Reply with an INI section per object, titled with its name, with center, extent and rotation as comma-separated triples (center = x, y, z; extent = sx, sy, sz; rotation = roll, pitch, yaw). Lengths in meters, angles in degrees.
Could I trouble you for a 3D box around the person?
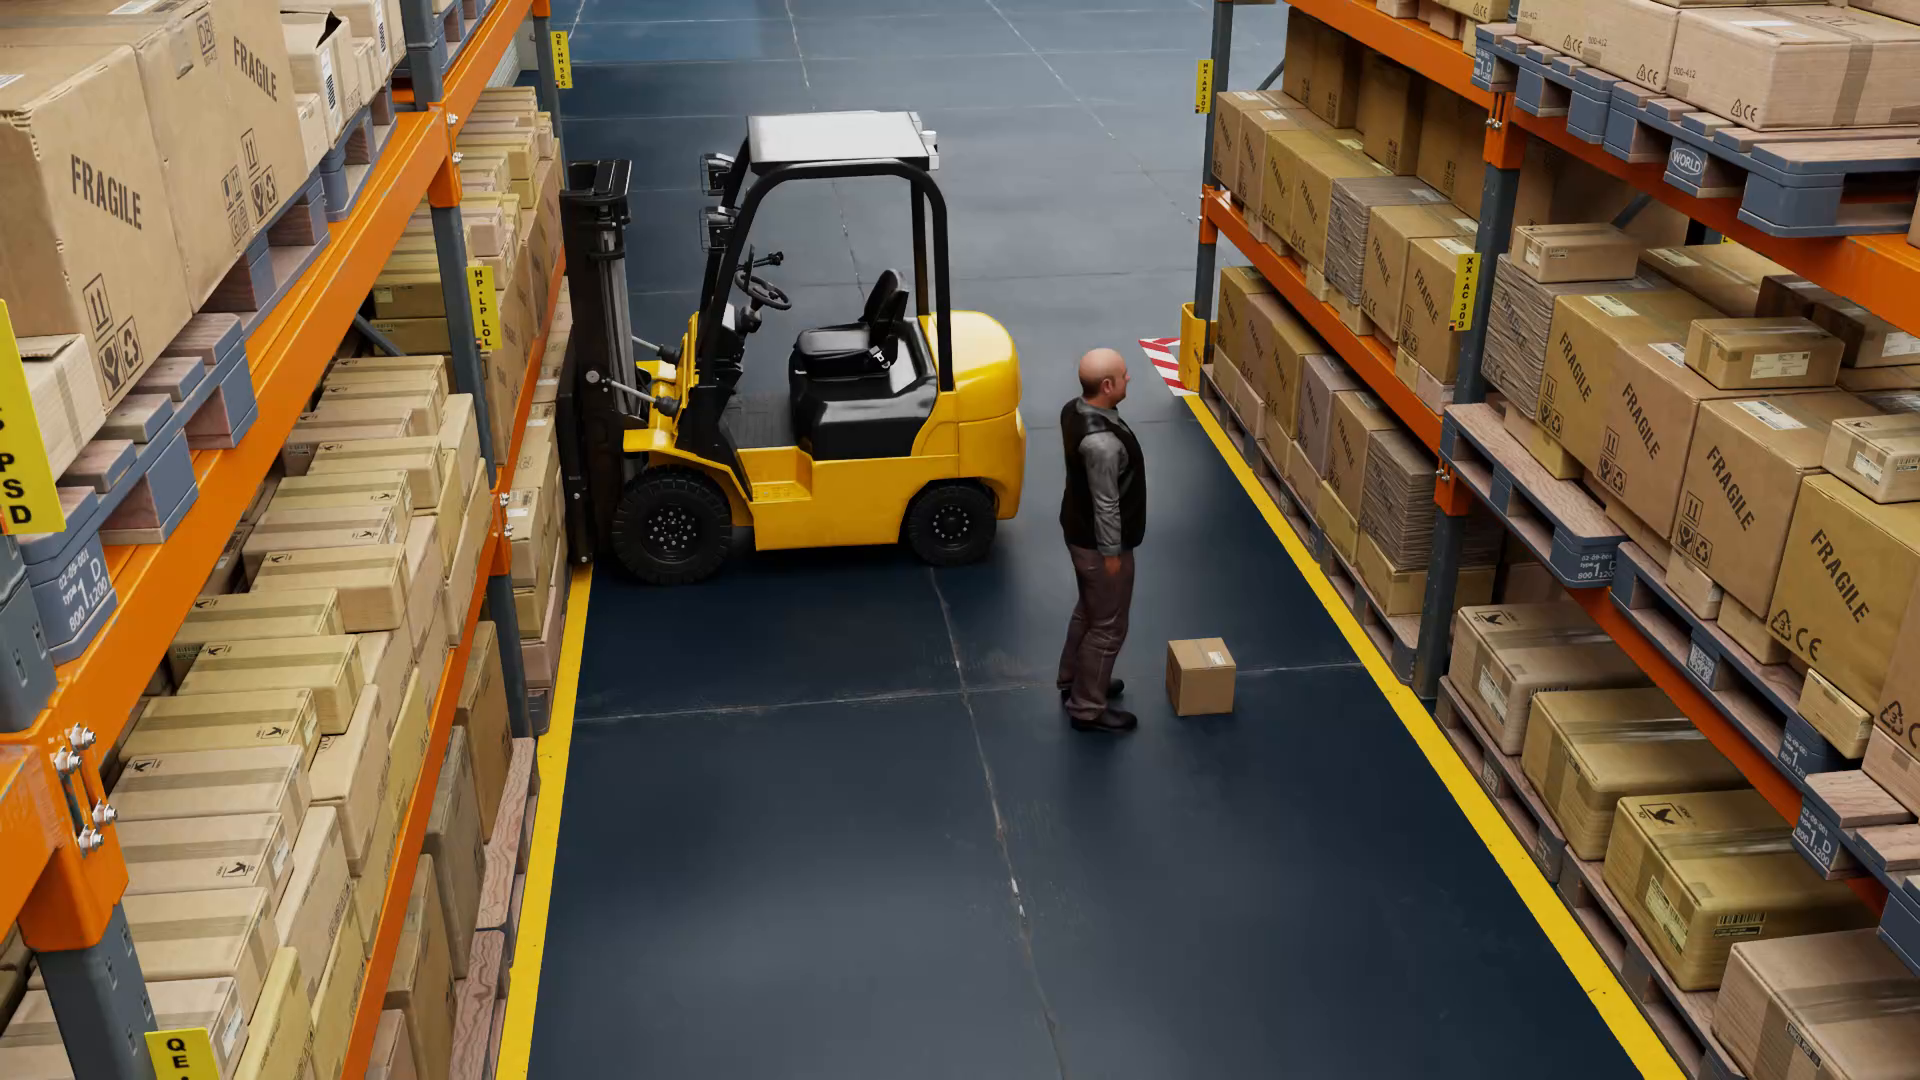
[person]
center = 0.611, -0.008, 7.175
extent = 0.358, 1.725, 0.531
rotation = -3, 27, -6
